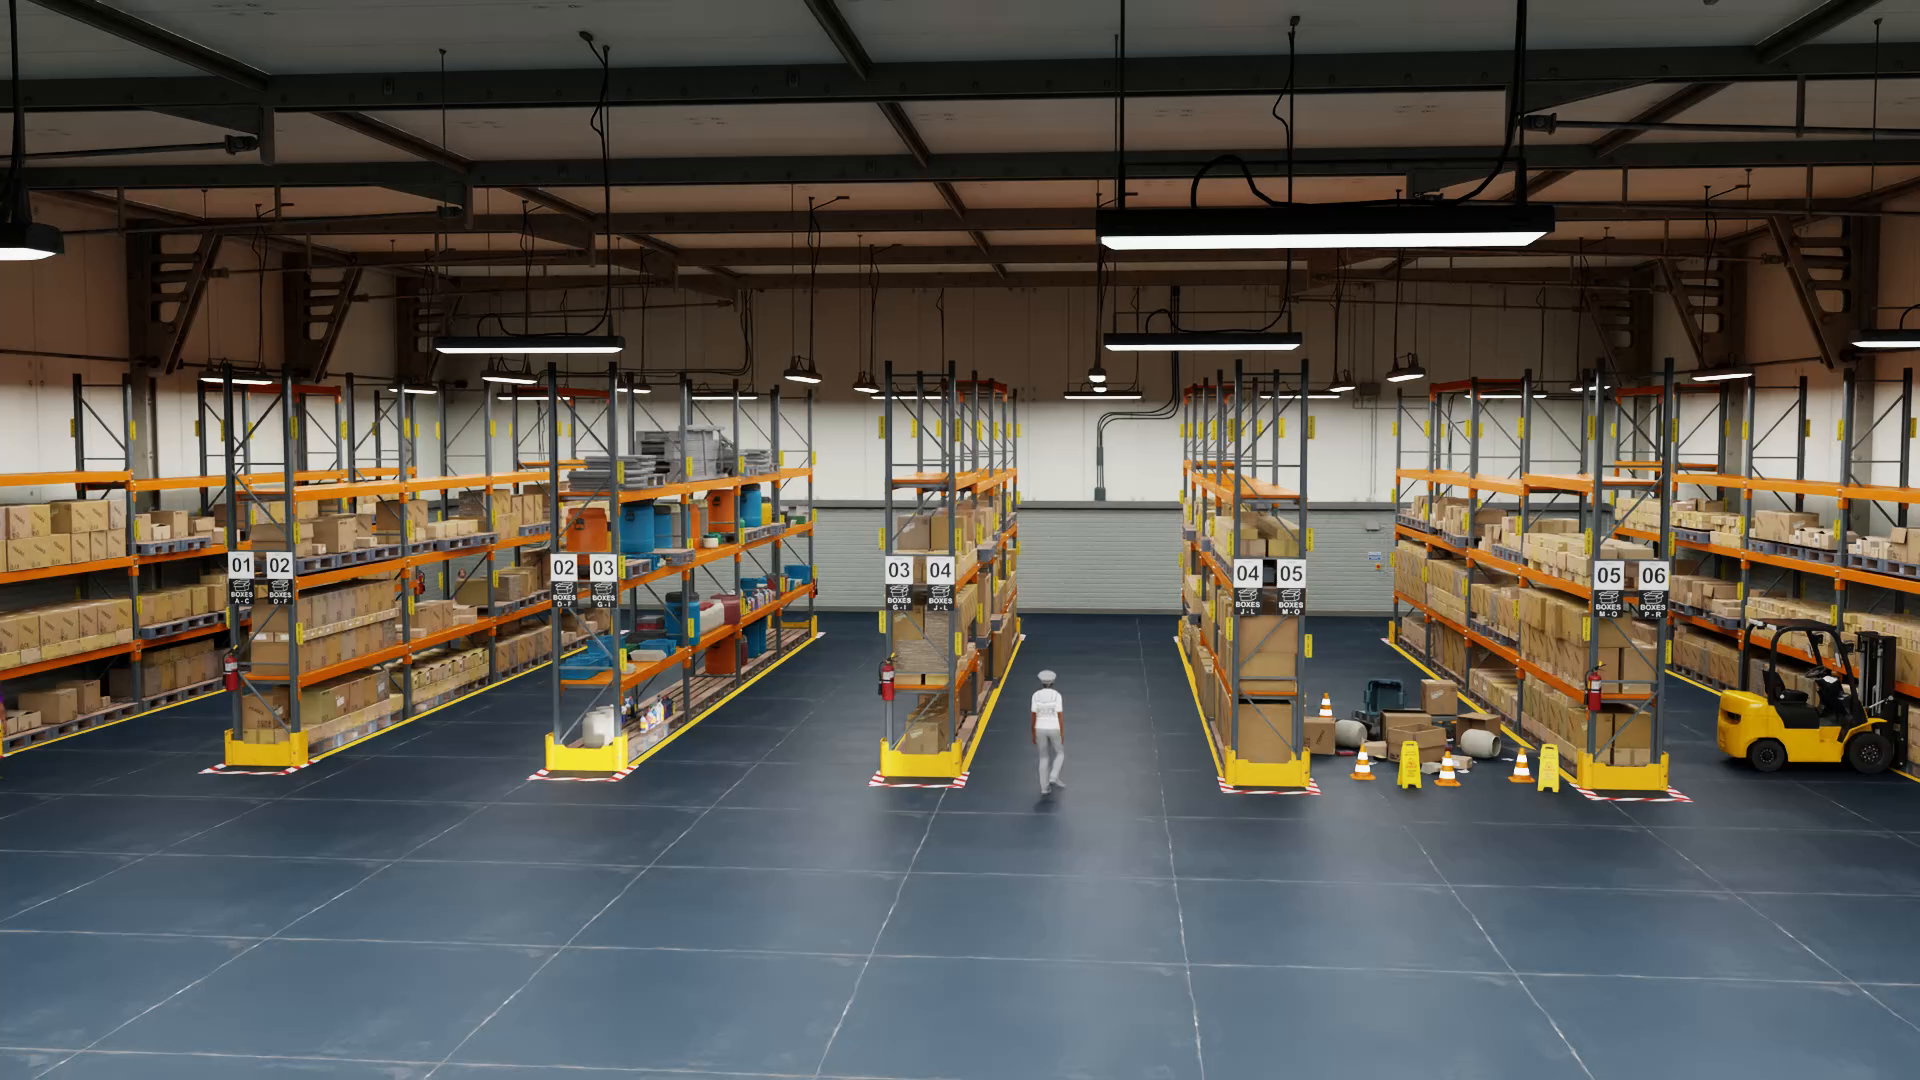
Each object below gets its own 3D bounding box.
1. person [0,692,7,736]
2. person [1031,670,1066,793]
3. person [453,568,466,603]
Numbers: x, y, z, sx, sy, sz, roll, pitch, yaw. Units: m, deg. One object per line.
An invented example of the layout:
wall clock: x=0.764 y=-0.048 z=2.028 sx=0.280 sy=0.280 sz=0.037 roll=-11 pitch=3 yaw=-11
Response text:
person: x=-13.707 y=2.610 z=23.271 sx=0.653 sy=1.783 sz=0.860 roll=-2 pitch=4 yaw=-29
person: x=1.221 y=2.646 z=22.949 sx=0.506 sy=1.681 sz=0.457 roll=1 pitch=4 yaw=15
person: x=-12.419 y=1.481 z=41.455 sx=0.409 sy=1.553 sz=0.889 roll=0 pitch=4 yaw=-6
